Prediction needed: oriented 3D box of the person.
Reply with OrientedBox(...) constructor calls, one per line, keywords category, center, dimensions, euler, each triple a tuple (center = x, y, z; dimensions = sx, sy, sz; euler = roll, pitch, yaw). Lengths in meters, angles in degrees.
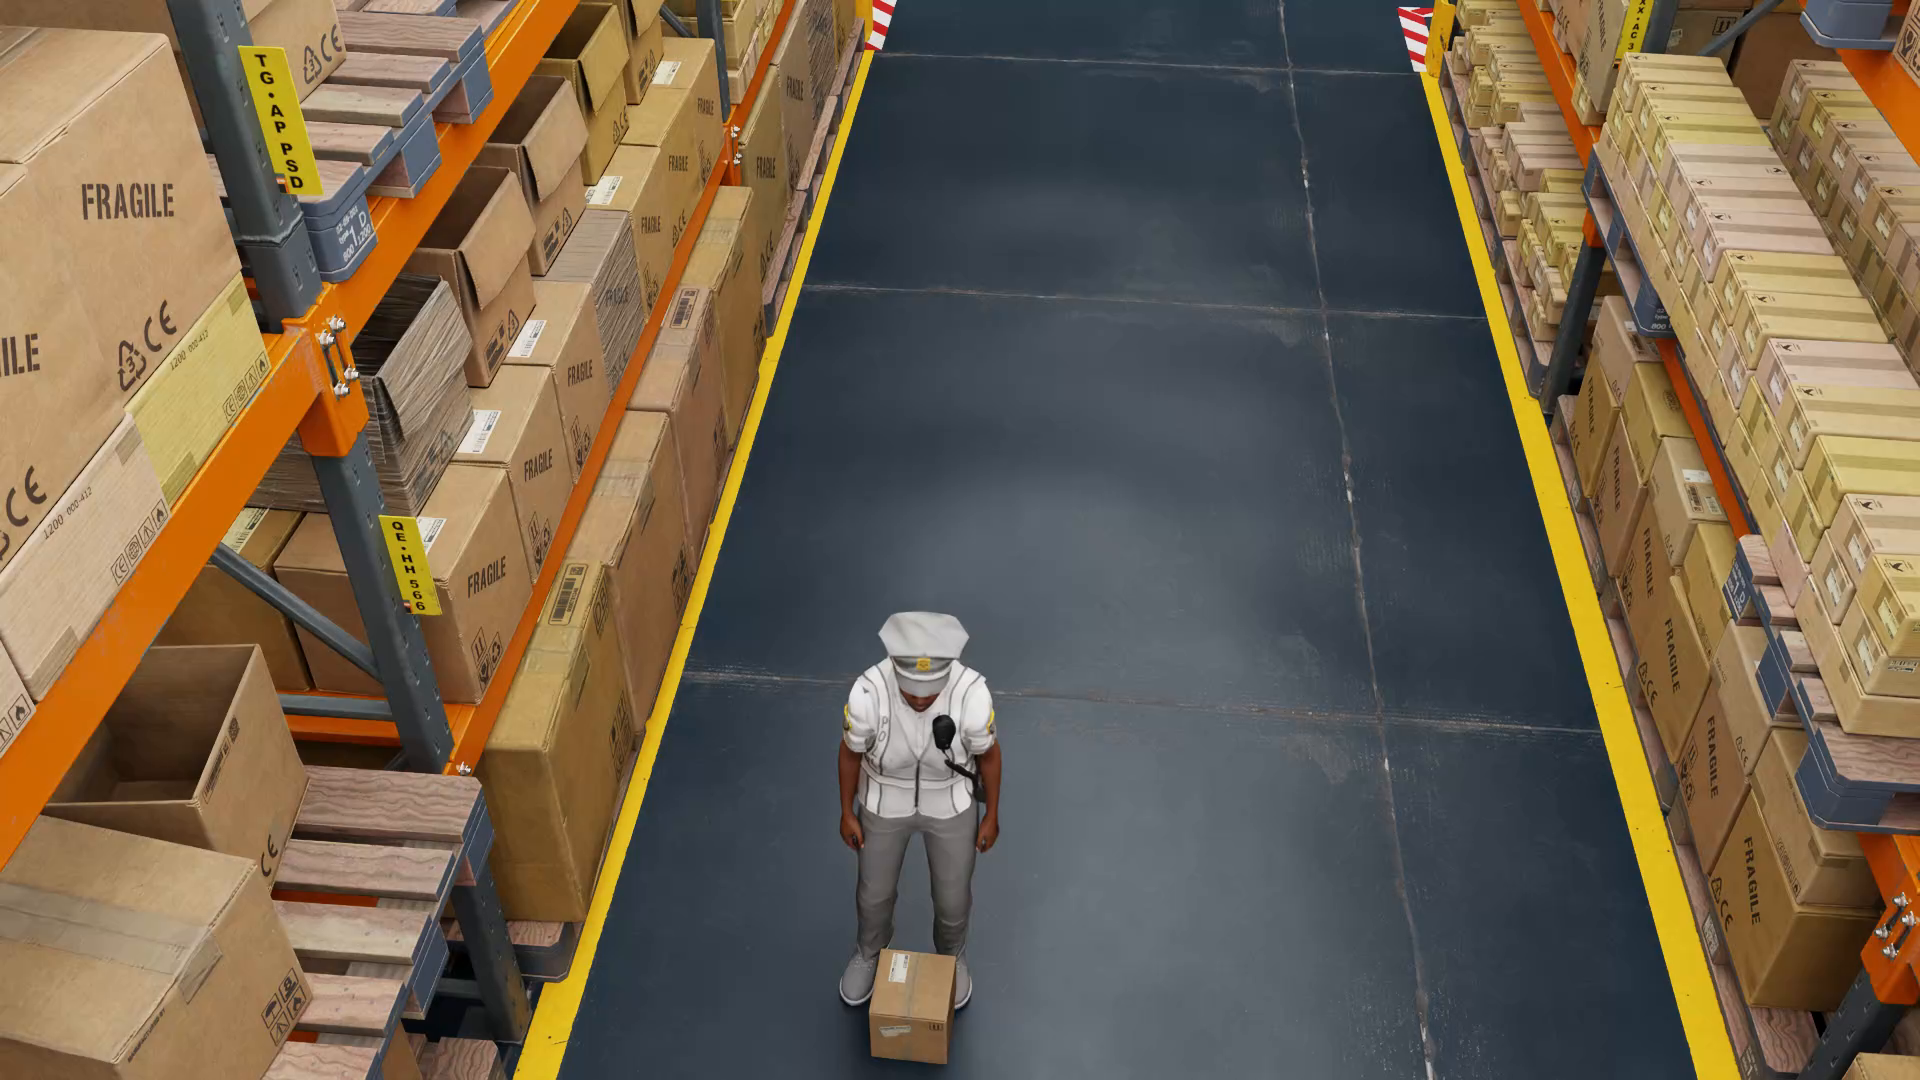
OrientedBox(category="person", center=(-0.139, 0.840, 5.169), dimensions=(0.532, 1.655, 0.392), euler=(1, 40, 1))
